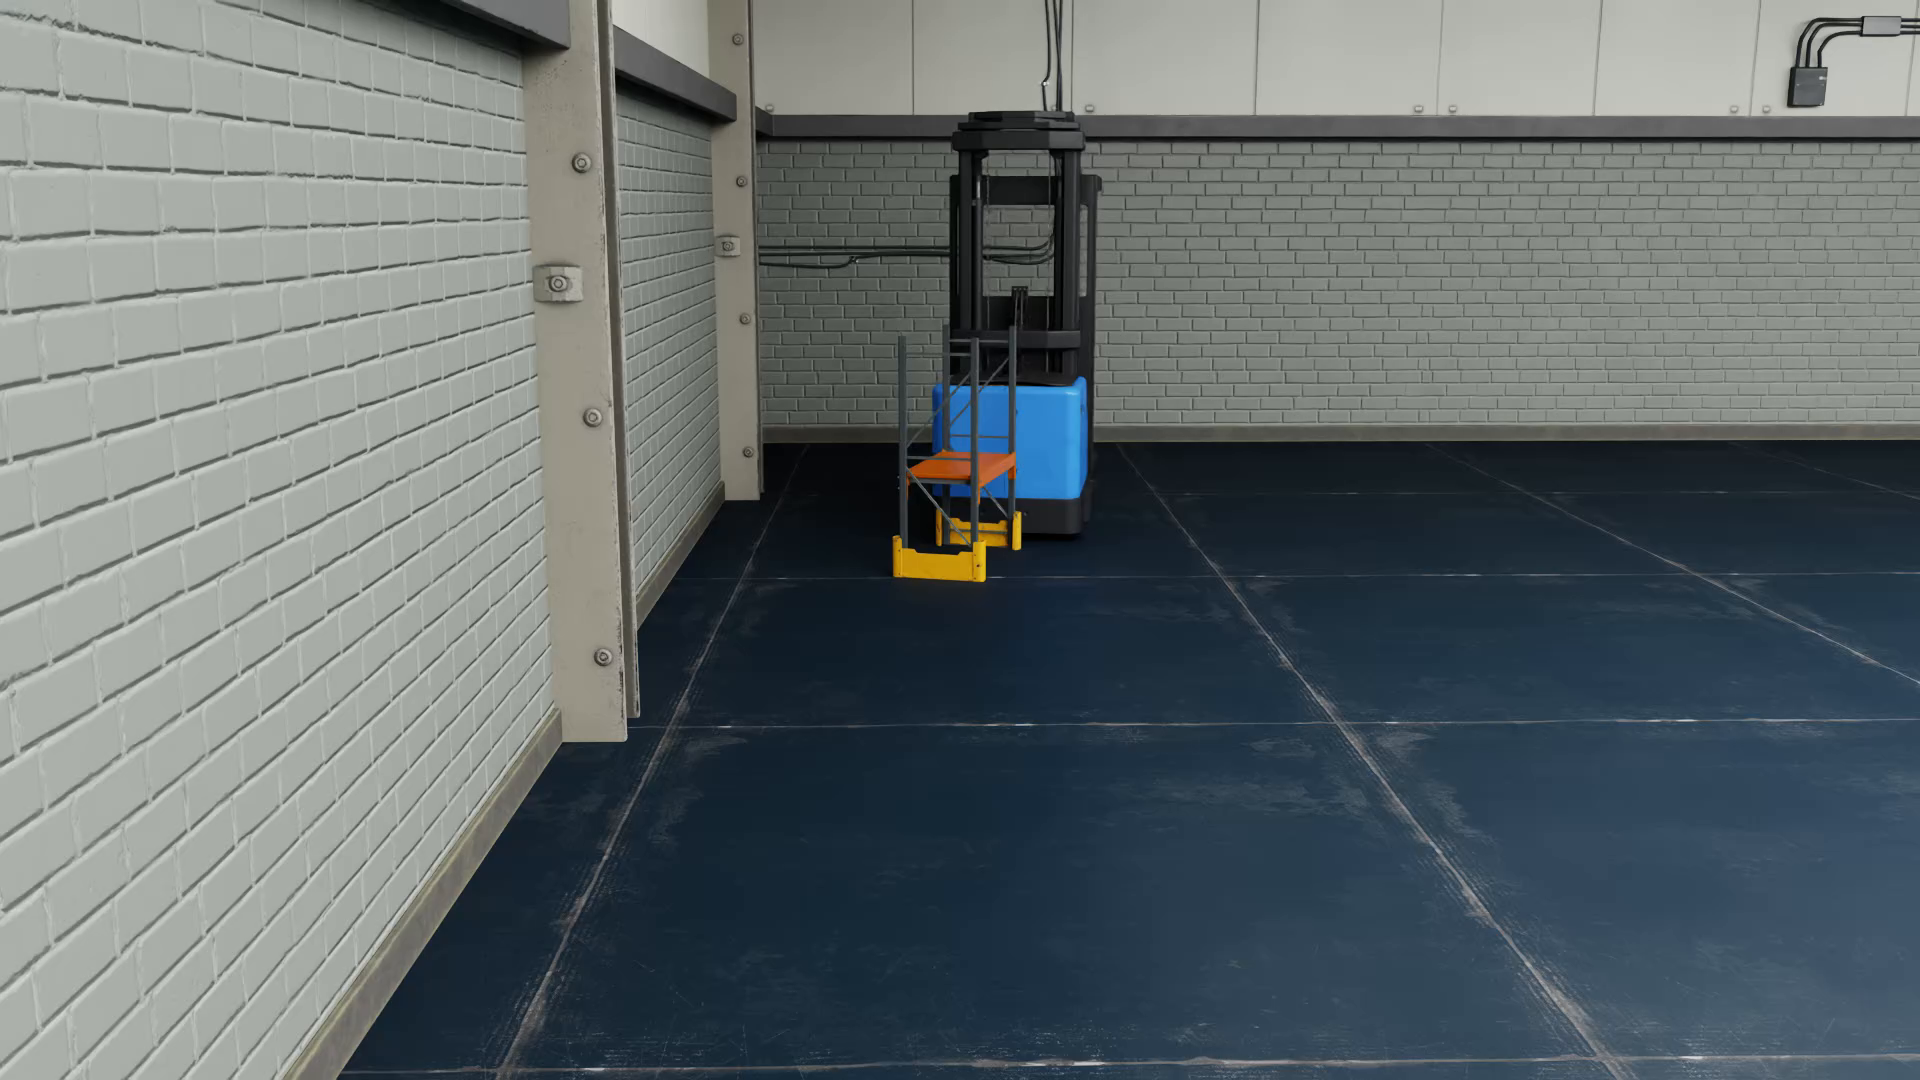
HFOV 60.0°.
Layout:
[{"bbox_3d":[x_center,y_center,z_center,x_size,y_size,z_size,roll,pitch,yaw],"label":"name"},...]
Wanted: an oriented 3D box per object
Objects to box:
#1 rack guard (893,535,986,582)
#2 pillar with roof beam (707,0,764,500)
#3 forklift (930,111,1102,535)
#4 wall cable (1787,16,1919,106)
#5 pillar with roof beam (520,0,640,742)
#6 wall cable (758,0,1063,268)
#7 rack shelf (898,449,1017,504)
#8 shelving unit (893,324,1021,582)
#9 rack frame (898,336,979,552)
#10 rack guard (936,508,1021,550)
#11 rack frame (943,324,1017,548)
[{"bbox_3d":[-0.131,0.115,10.365,0.587,0.250,0.087,3,12,15],"label":"rack guard"},{"bbox_3d":[2.565,-4.782,12.499,9.100,9.000,0.400,0,11,-1],"label":"pillar with roof beam"},{"bbox_3d":[0.498,-1.716,12.644,1.130,2.935,3.031,1,12,7],"label":"forklift"},{"bbox_3d":[9.013,-7.058,15.164,2.305,6.003,0.169,0,11,-1],"label":"wall cable"},{"bbox_3d":[2.689,-3.590,6.620,9.100,9.000,0.400,0,11,-1],"label":"pillar with roof beam"},{"bbox_3d":[-0.478,-3.834,15.634,3.097,2.526,0.112,0,11,-1],"label":"wall cable"},{"bbox_3d":[-0.001,-0.419,10.756,0.538,0.185,1.000,3,12,15],"label":"rack shelf"},{"bbox_3d":[-0.004,-0.593,10.712,0.587,1.500,1.083,3,12,15],"label":"shelving unit"},{"bbox_3d":[-0.132,-0.497,10.239,0.500,1.500,0.032,3,12,15],"label":"rack frame"},{"bbox_3d":[0.124,-0.077,11.308,0.587,0.250,0.087,3,12,15],"label":"rack guard"},{"bbox_3d":[0.129,-0.693,11.202,0.500,1.500,0.032,3,12,15],"label":"rack frame"}]
